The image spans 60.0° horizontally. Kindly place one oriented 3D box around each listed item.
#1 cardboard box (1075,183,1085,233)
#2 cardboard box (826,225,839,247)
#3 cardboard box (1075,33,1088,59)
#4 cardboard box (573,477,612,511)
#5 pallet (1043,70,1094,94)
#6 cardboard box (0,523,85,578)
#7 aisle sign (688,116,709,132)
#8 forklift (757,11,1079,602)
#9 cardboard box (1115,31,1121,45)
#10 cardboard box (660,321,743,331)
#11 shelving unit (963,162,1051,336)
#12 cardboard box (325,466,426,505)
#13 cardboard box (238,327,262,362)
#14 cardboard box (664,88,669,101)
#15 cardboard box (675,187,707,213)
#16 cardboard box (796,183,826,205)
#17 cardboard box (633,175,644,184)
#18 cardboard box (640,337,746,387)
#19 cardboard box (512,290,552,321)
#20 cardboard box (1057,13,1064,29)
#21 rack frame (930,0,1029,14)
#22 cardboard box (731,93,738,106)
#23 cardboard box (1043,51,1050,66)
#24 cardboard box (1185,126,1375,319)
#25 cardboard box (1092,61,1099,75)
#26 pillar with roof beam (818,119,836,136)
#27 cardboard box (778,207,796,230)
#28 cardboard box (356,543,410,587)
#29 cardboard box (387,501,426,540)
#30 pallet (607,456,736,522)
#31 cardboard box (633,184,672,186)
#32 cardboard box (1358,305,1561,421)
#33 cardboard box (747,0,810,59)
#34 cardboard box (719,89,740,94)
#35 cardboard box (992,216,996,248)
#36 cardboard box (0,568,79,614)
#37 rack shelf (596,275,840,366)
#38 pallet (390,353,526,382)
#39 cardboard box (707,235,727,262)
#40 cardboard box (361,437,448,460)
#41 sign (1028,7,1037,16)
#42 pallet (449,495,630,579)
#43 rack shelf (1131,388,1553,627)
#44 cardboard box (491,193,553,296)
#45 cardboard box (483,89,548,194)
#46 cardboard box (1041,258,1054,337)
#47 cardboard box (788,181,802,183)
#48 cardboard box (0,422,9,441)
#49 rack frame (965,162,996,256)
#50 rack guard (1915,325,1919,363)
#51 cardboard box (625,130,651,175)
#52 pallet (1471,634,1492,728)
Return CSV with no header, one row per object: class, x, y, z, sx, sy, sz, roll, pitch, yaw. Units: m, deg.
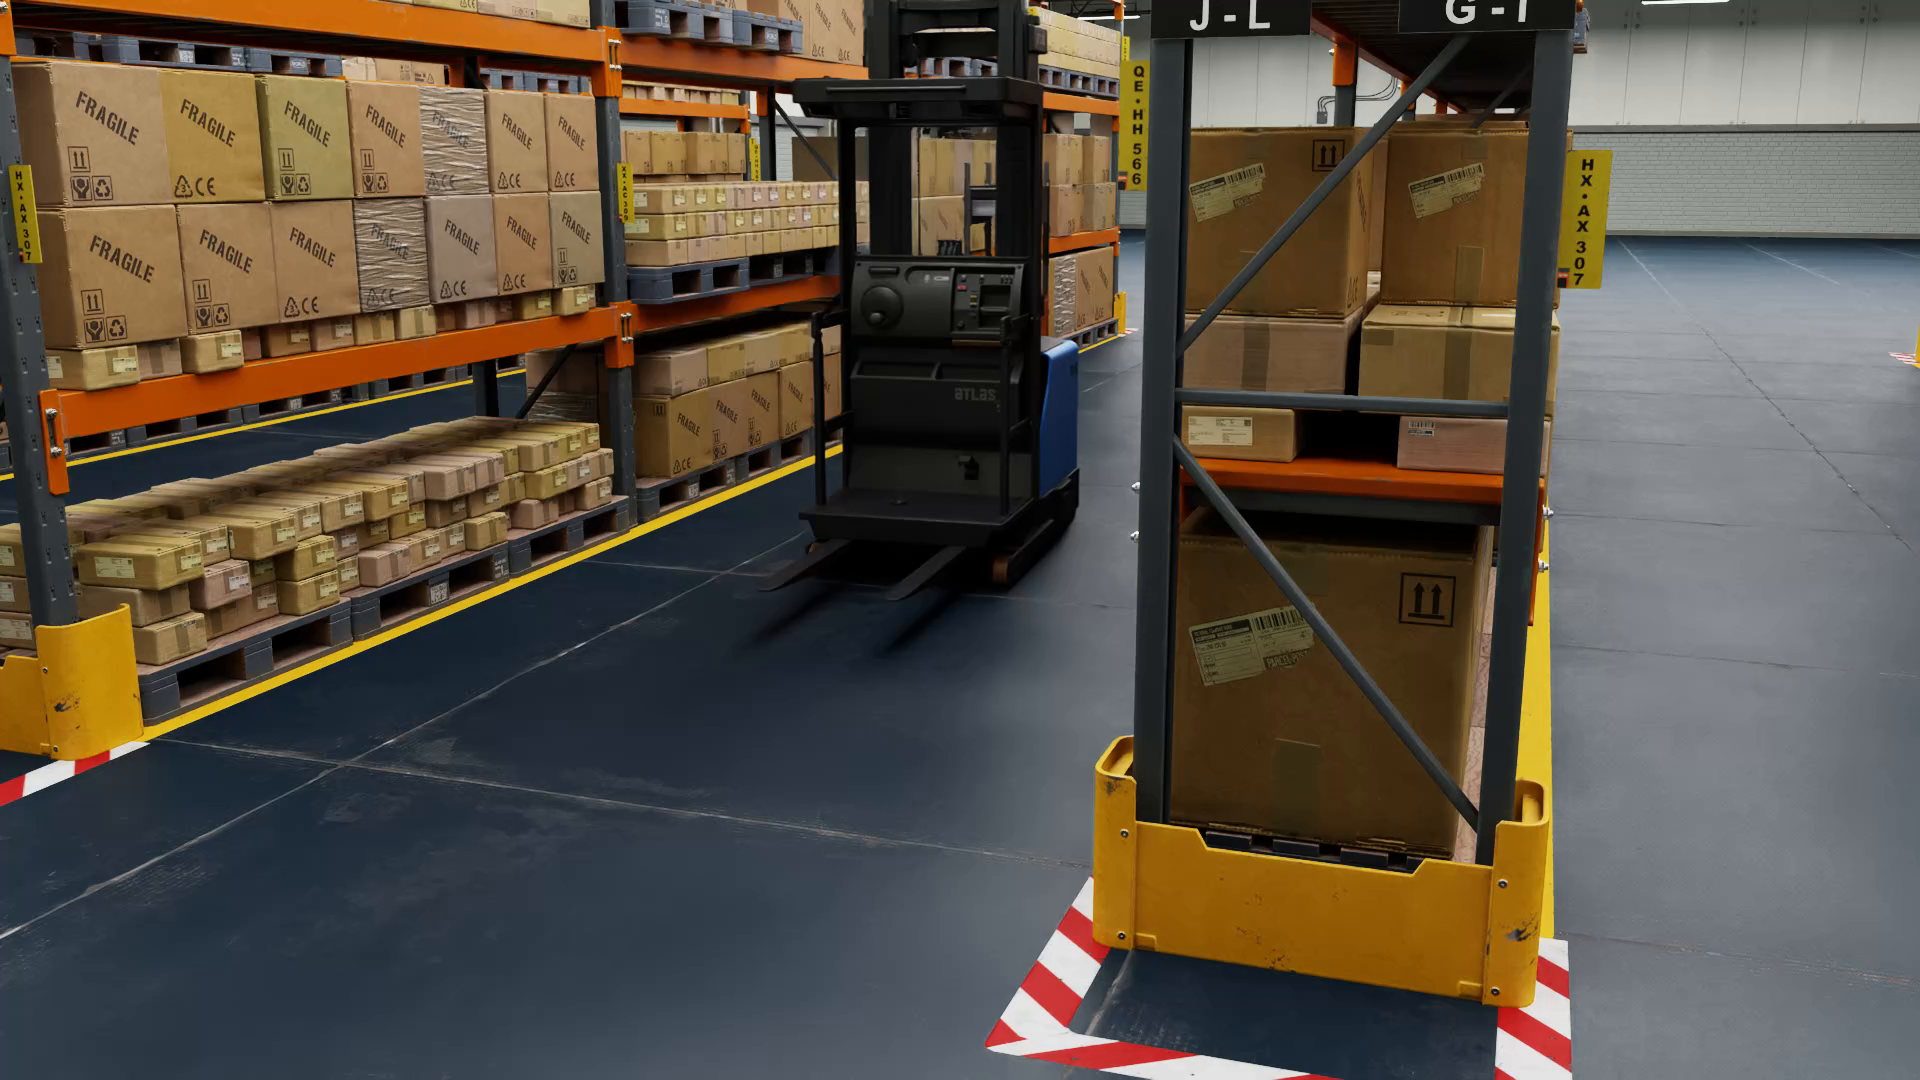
cardboard box,0.950,-3.858,19.313,0.875,0.550,0.550,4,14,18
cardboard box,-1.077,-2.195,11.984,0.380,0.149,0.250,4,14,18
cardboard box,1.101,-5.440,18.341,0.500,0.250,0.500,4,14,19
cardboard box,-2.202,-0.274,9.409,0.380,0.149,0.250,5,14,19
pallet,0.862,-5.097,18.536,1.003,0.211,1.213,4,14,18
cardboard box,-3.760,0.042,6.690,0.380,0.149,0.250,5,14,19
aisle sign,-3.505,-5.730,22.011,0.394,0.787,0.004,4,14,18
forklift,-0.178,-1.259,8.562,1.129,2.867,3.031,4,13,16
cardboard box,1.697,-5.979,19.807,0.380,0.149,0.250,4,14,19
cardboard box,-1.892,-1.422,11.965,0.500,0.250,0.500,4,14,19
shelving unit,0.292,-1.267,10.321,0.431,2.100,0.503,4,13,16
cardboard box,-2.803,-0.253,7.980,0.380,0.149,0.250,4,14,19
cardboard box,-3.142,-0.820,6.902,0.380,0.149,0.250,5,14,21
cardboard box,-3.692,-5.298,19.784,0.380,0.149,0.250,4,14,19
cardboard box,-1.751,-2.047,10.000,0.380,0.149,0.250,5,14,20
cardboard box,-1.163,-2.429,11.675,0.380,0.149,0.250,4,14,18
cardboard box,-3.979,-3.959,19.200,0.500,0.500,0.500,4,14,18
cardboard box,-1.739,-1.166,10.846,0.500,0.250,0.500,5,14,20
cardboard box,-2.392,-1.252,8.798,0.380,0.149,0.250,5,14,21
cardboard box,0.876,-5.445,17.467,0.380,0.149,0.250,4,13,17
rack frame,0.191,-6.175,16.320,1.000,3.000,0.127,4,14,18
cardboard box,-3.082,-5.672,21.422,0.380,0.149,0.250,4,14,19
cardboard box,0.712,-4.950,17.092,0.380,0.149,0.250,4,14,19
cardboard box,0.877,-0.904,4.692,0.500,0.500,0.500,5,14,19
cardboard box,1.369,-5.377,18.961,0.380,0.149,0.250,4,13,18
pillar with roof beam,0.890,-11.107,37.929,9.100,9.000,0.400,4,14,18
cardboard box,-1.331,-2.172,11.217,0.380,0.149,0.250,4,13,17
cardboard box,-2.797,0.108,7.738,0.380,0.149,0.250,4,13,16
cardboard box,-2.815,-0.112,8.032,0.380,0.149,0.250,5,14,21
pallet,-2.147,-0.370,10.636,1.003,0.211,1.213,4,14,18
cardboard box,-2.113,-2.254,10.908,0.380,0.149,0.250,4,13,17
cardboard box,1.379,-0.499,4.601,0.500,0.250,0.500,4,13,17
cardboard box,-1.363,-3.569,11.420,0.500,0.500,0.500,4,14,18
cardboard box,-3.142,-5.835,21.238,0.500,0.250,0.500,4,14,18
cardboard box,0.111,-3.063,15.944,0.500,0.500,0.500,4,14,18
cardboard box,-3.791,0.185,6.732,0.380,0.149,0.250,4,13,17
rack shelf,-1.751,-1.636,11.532,1.077,0.370,4.000,4,14,18
pallet,-5.169,-1.804,16.918,1.003,0.211,1.213,4,14,18
cardboard box,-1.666,-1.809,10.294,0.380,0.149,0.250,4,14,19
cardboard box,-2.948,-0.446,8.827,0.380,0.149,0.250,4,13,17
sign,0.707,-5.081,16.399,0.100,0.325,0.005,4,14,18
pallet,-2.582,-0.062,9.287,1.003,0.211,1.213,4,14,18
rack shelf,1.616,-0.416,6.185,1.077,0.370,4.000,4,14,18
cardboard box,-2.456,-1.528,8.549,0.500,0.500,0.500,4,13,17
cardboard box,-2.456,-2.019,8.454,0.500,0.500,0.500,4,13,17
cardboard box,0.460,-2.546,17.735,0.875,0.875,0.875,5,14,19
cardboard box,-1.438,-2.696,12.843,0.380,0.149,0.250,4,14,18
cardboard box,-6.989,-1.206,11.862,0.875,0.875,0.875,5,14,20
rack frame,0.225,-1.215,10.093,0.400,2.100,0.015,4,13,16
rack guard,10.852,-2.119,17.650,1.175,0.500,0.348,4,14,18
cardboard box,-3.992,-4.450,19.102,0.700,0.500,0.500,4,14,19
pallet,1.550,0.584,6.454,1.003,0.211,1.213,4,14,18
